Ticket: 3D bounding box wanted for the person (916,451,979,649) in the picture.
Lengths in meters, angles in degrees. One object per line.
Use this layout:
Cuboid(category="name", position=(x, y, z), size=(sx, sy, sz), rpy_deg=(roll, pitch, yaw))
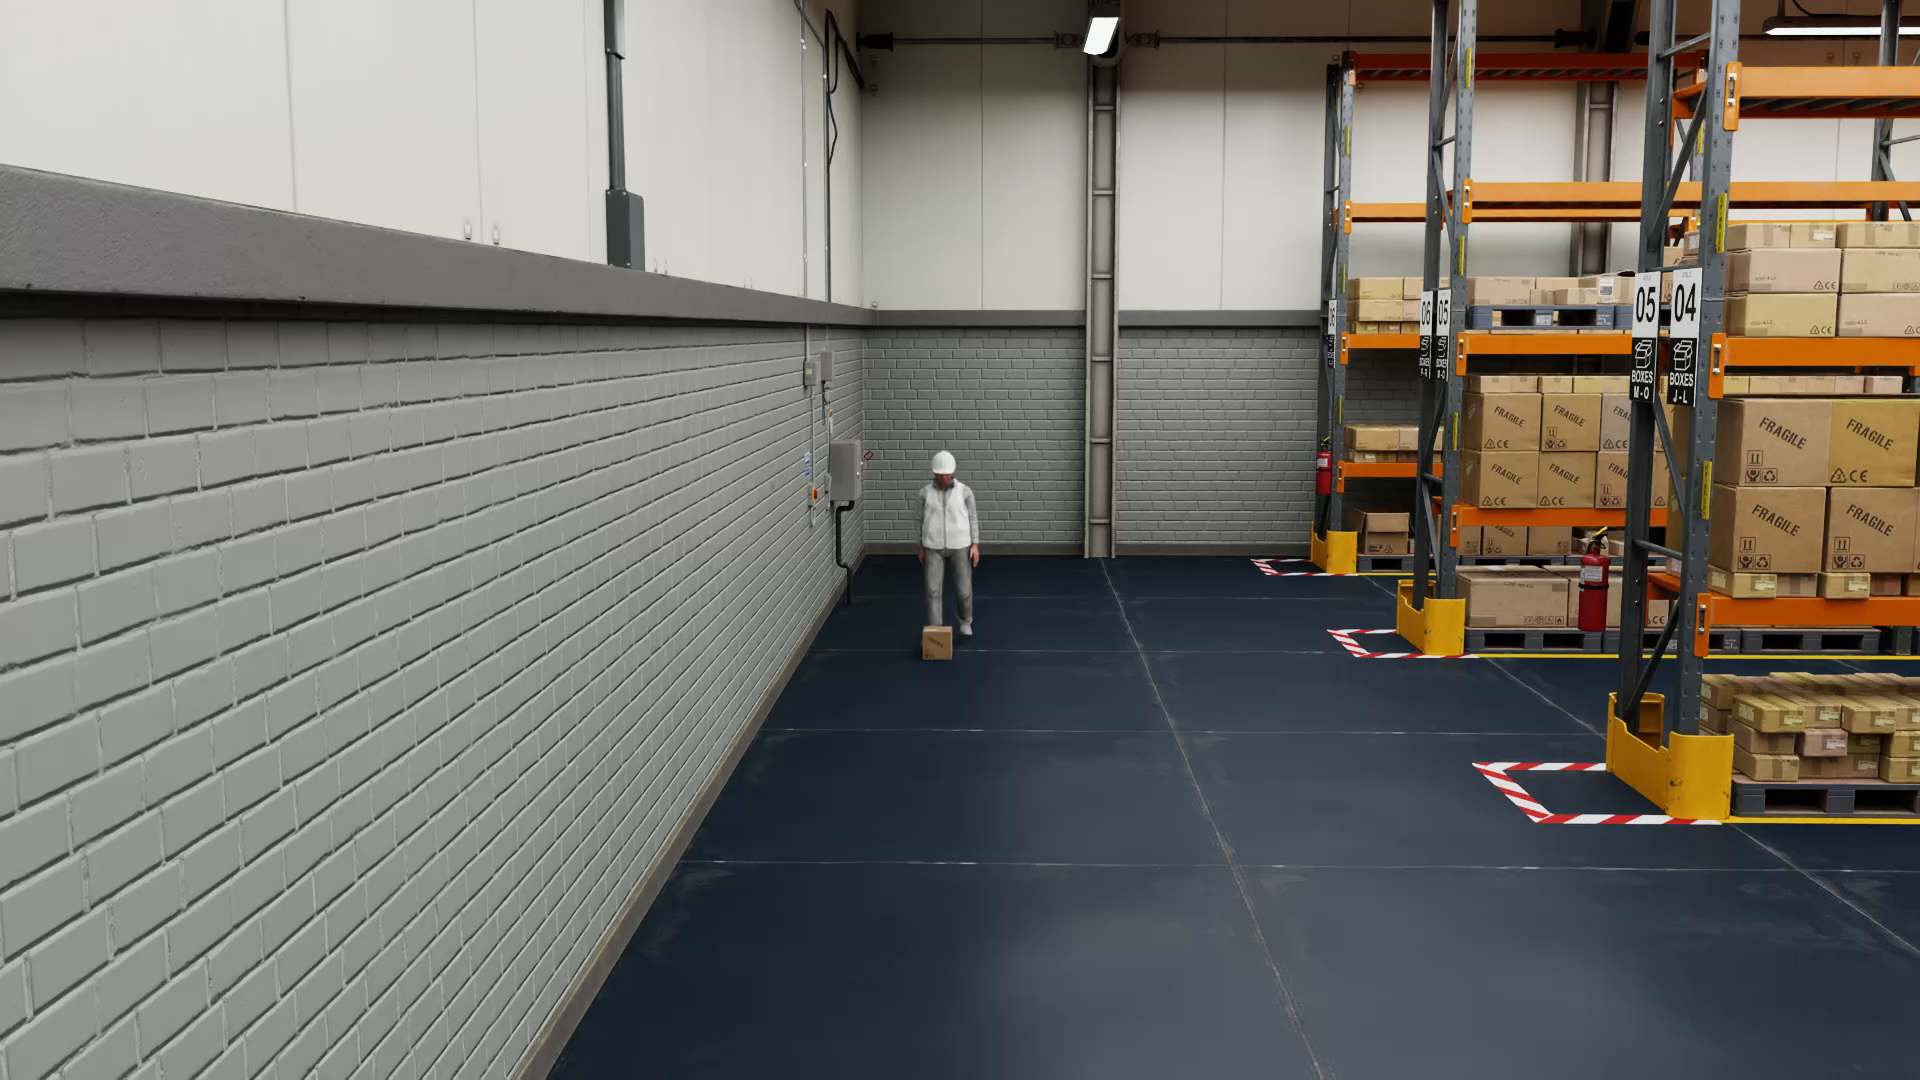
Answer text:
Cuboid(category="person", position=(-0.118, 0.082, 14.938), size=(0.573, 1.757, 0.736), rpy_deg=(0, 7, 3))
